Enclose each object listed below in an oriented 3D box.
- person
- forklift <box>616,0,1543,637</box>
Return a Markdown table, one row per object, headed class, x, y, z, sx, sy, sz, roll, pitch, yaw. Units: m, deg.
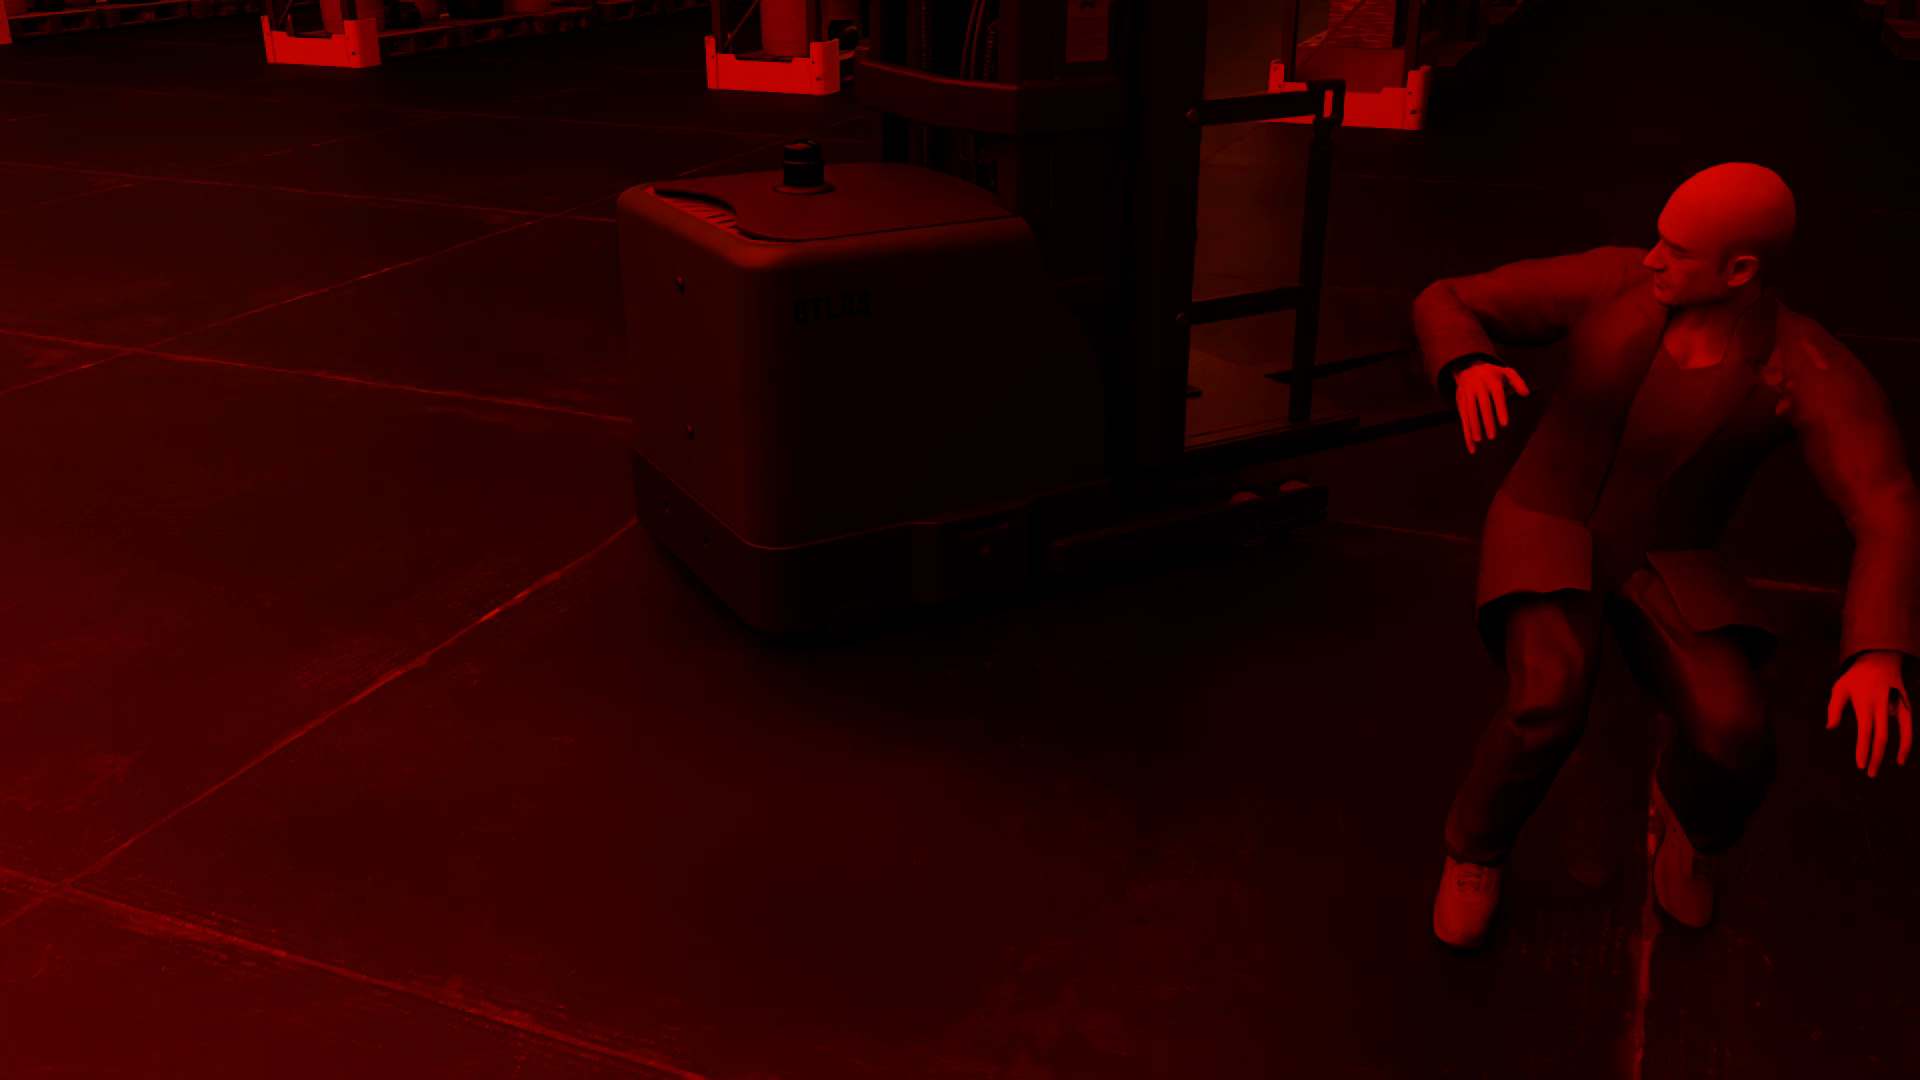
| class | x | y | z | sx | sy | sz | roll | pitch | yaw |
| --- | --- | --- | --- | --- | --- | --- | --- | --- | --- |
| person | 1.191 | 0.097 | 2.972 | 0.854 | 1.518 | 0.948 | 7 | 24 | 15 |
| forklift | 0.547 | -1.494 | 4.866 | 3.031 | 2.935 | 1.130 | -12 | 26 | -27 |
